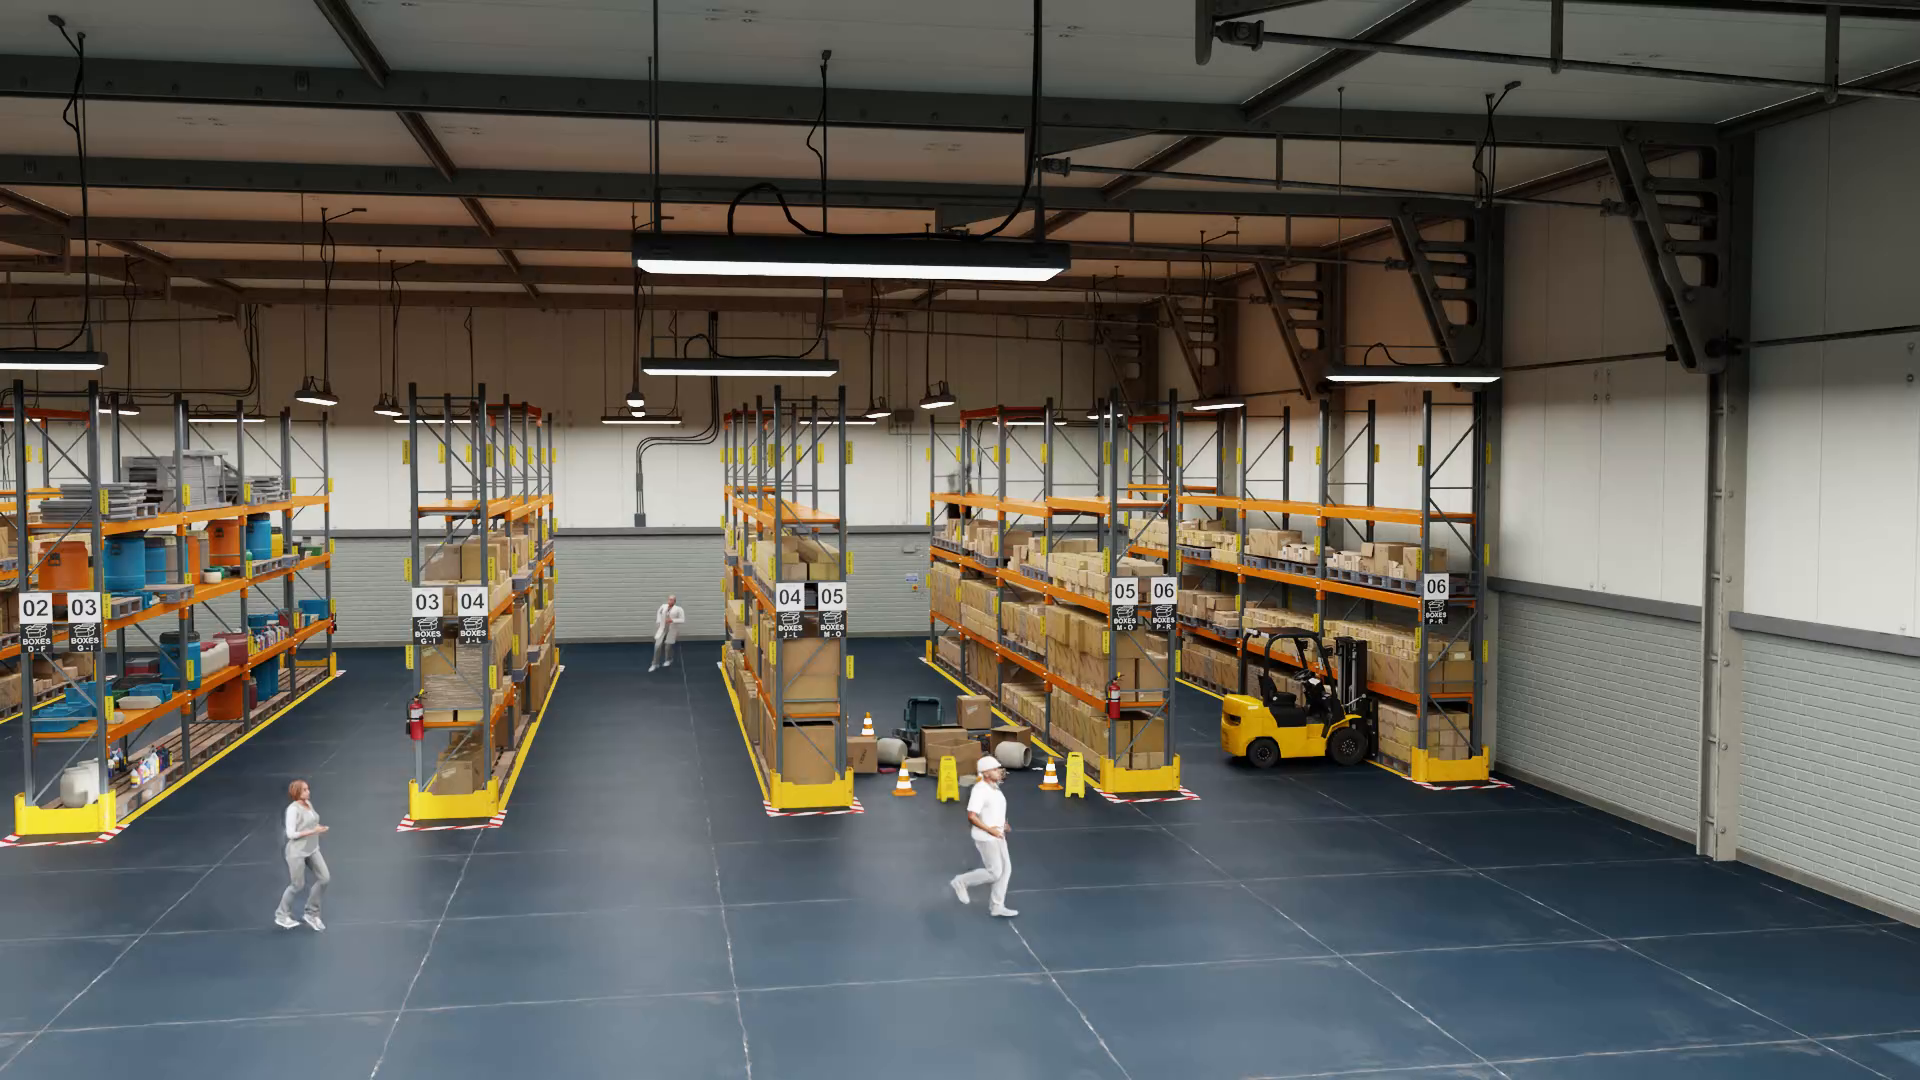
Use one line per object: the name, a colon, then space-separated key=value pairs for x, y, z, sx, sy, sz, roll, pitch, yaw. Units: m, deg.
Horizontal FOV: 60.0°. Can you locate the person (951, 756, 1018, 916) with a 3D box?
person: x=0.281 y=3.215 z=18.101 sx=0.749 sy=1.731 sz=0.691 roll=1 pitch=3 yaw=19

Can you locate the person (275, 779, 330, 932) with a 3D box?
person: x=-6.883 y=3.316 z=17.441 sx=0.661 sy=1.624 sz=0.514 roll=1 pitch=3 yaw=14

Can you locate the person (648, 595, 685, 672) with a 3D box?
person: x=-6.781 y=2.172 z=38.857 sx=0.768 sy=1.792 sz=0.943 roll=0 pitch=3 yaw=9
